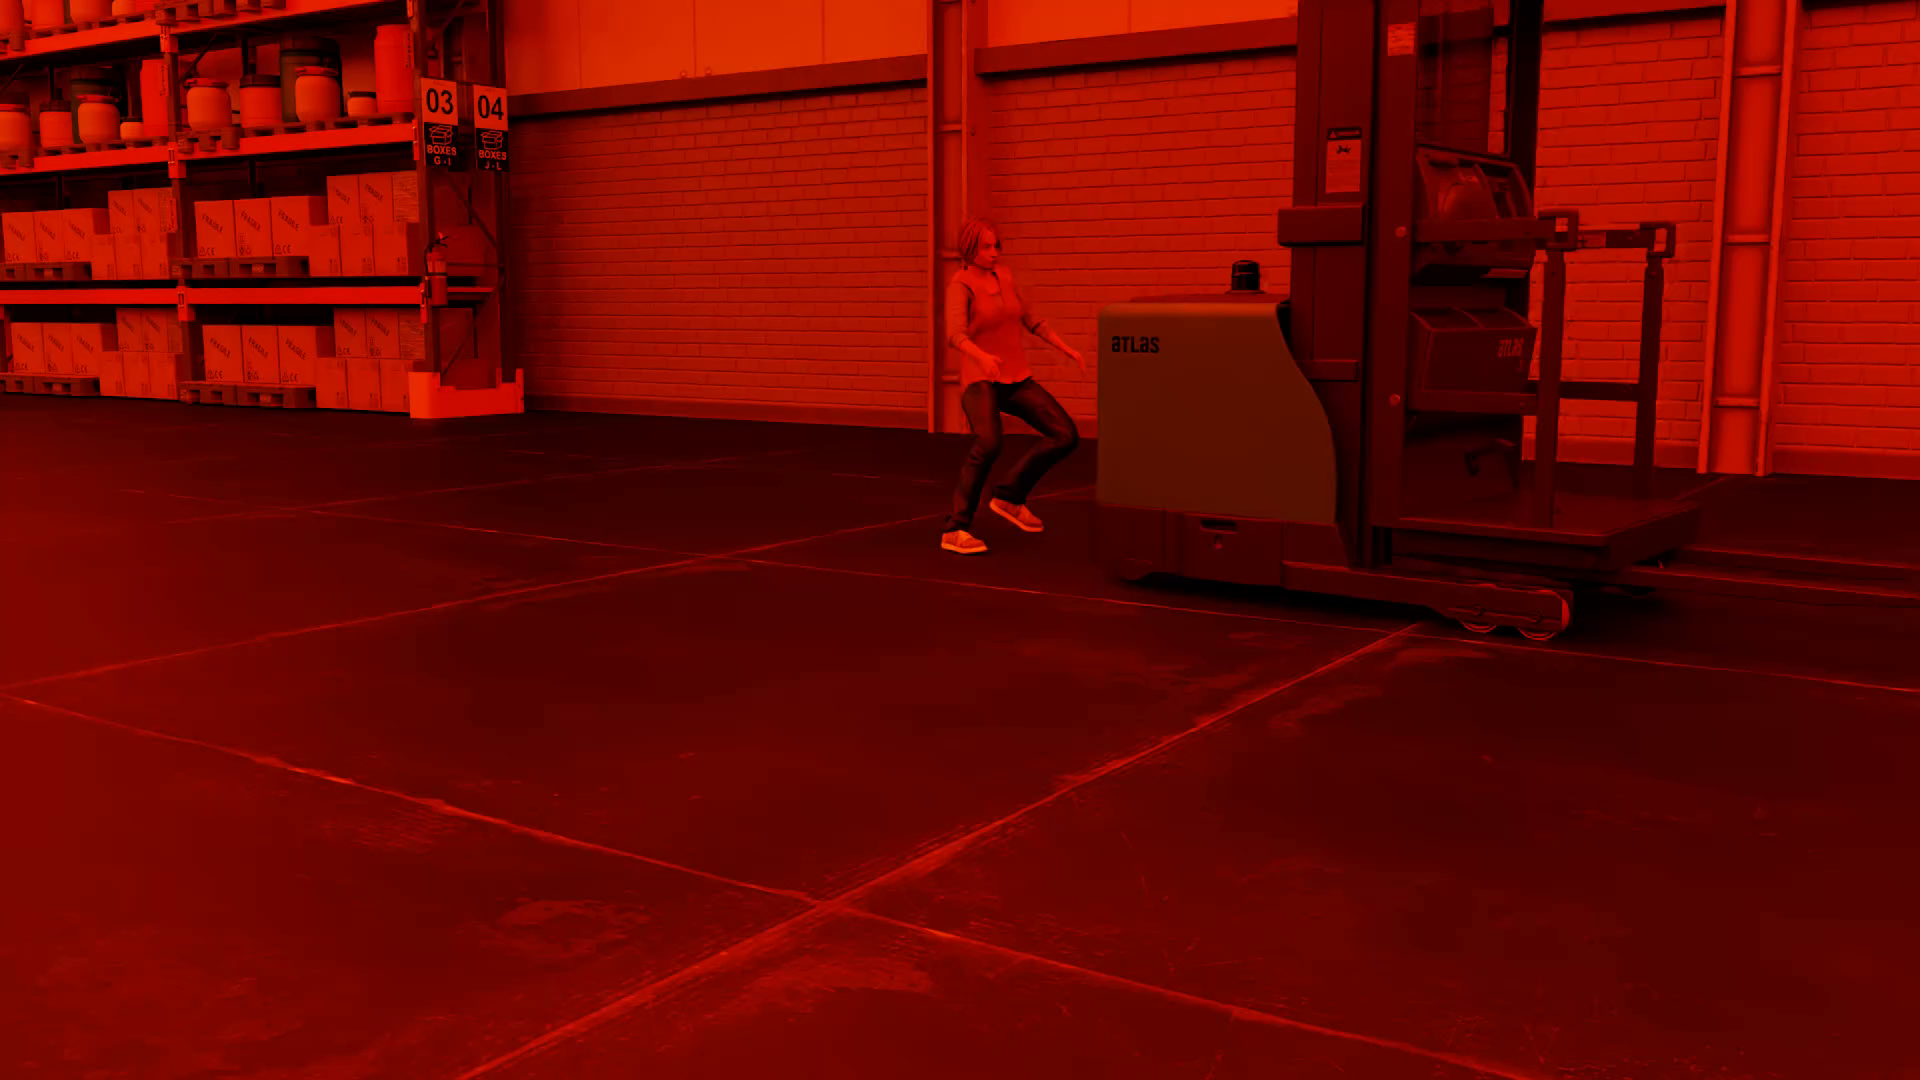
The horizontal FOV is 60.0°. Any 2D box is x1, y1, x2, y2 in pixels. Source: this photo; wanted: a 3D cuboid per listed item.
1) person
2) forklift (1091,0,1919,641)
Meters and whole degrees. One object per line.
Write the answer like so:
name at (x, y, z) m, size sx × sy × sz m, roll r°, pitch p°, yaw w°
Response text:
person at (0.209, -0.698, 7.340) m, size 0.718 × 1.448 × 0.606 m, roll -7°, pitch 10°, yaw -39°
forklift at (1.972, -1.211, 5.711) m, size 3.031 × 2.935 × 1.130 m, roll 7°, pitch 10°, yaw 39°
